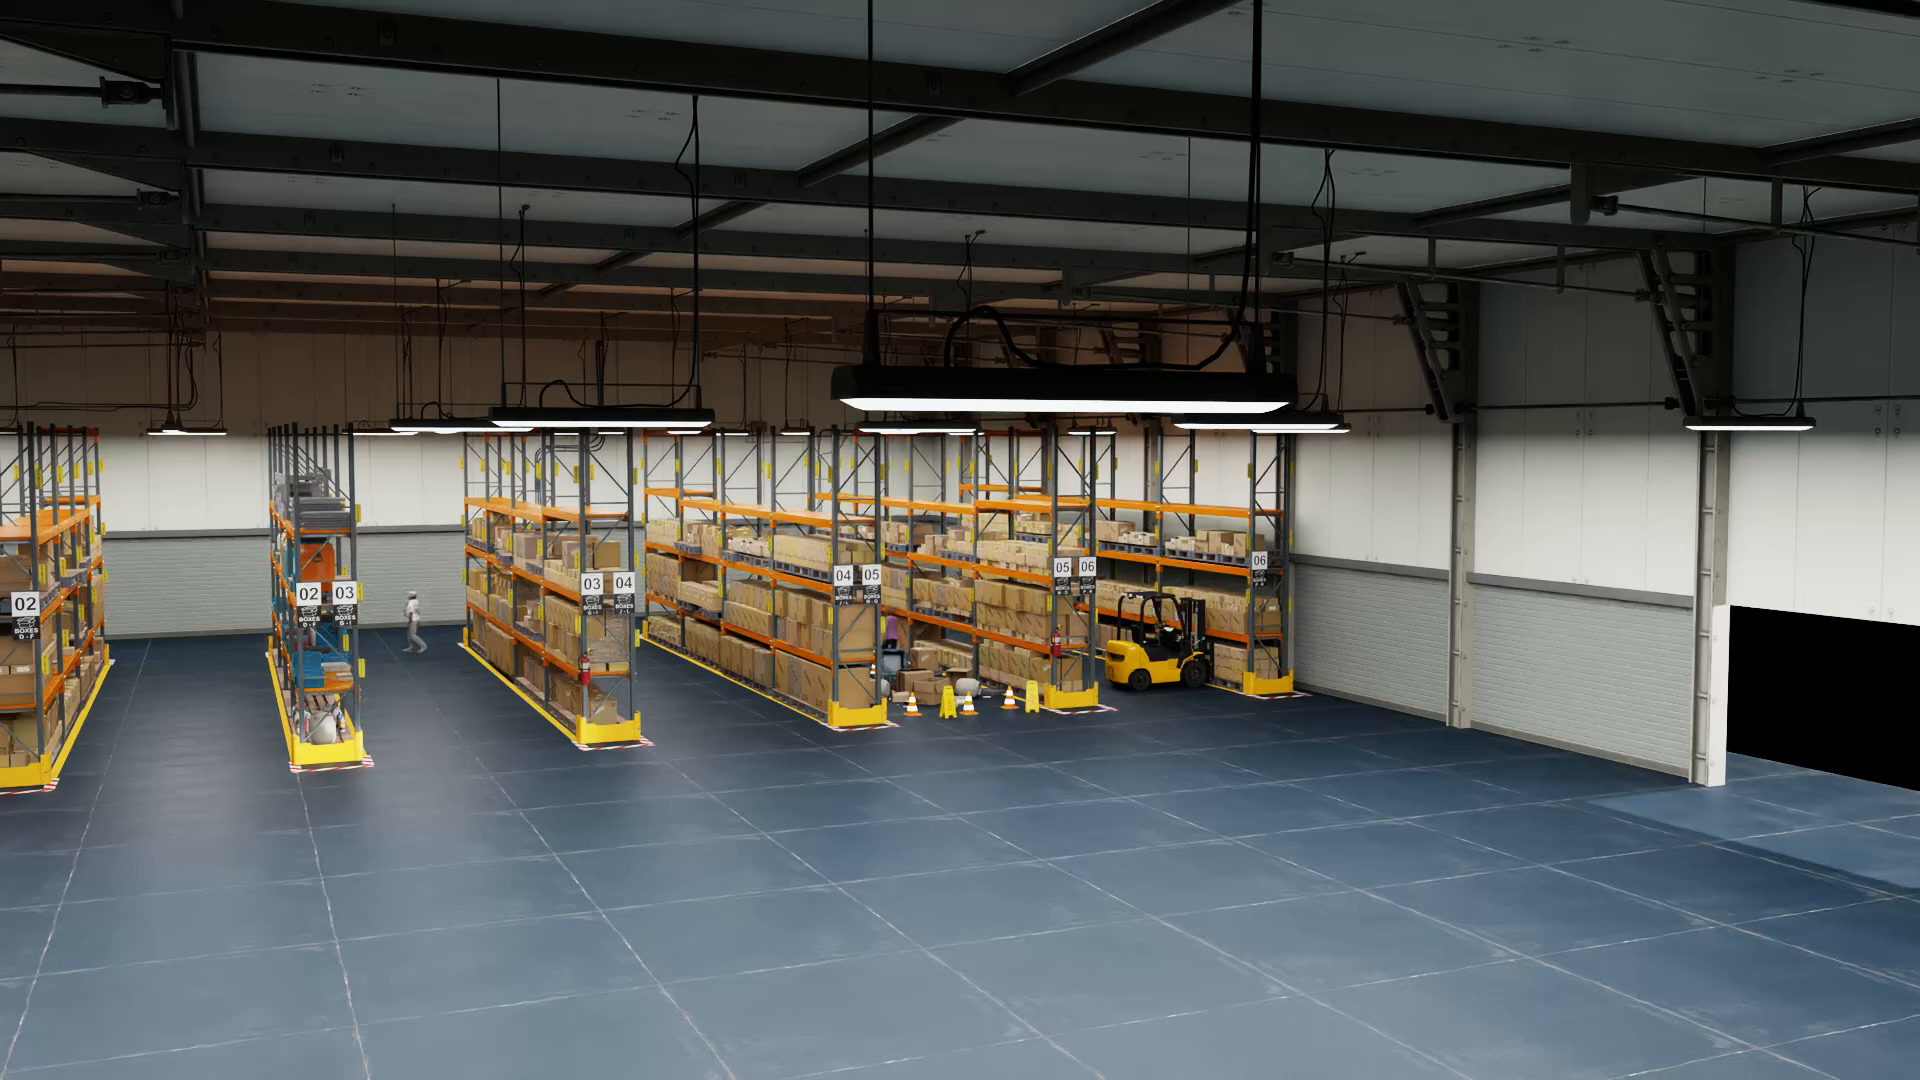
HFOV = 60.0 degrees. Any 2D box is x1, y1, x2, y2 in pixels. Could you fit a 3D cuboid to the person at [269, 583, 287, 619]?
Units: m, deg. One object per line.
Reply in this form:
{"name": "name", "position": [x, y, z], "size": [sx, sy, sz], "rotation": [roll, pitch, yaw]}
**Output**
{"name": "person", "position": [-18.897, 2.016, 46.242], "size": [0.495, 1.728, 1.136], "rotation": [0, 4, 7]}

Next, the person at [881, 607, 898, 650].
{"name": "person", "position": [-1.689, 2.450, 40.749], "size": [0.446, 1.619, 0.467], "rotation": [-2, 4, -31]}

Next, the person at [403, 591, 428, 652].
{"name": "person", "position": [-14.538, 2.181, 44.305], "size": [0.702, 1.656, 0.502], "rotation": [0, 4, -5]}
